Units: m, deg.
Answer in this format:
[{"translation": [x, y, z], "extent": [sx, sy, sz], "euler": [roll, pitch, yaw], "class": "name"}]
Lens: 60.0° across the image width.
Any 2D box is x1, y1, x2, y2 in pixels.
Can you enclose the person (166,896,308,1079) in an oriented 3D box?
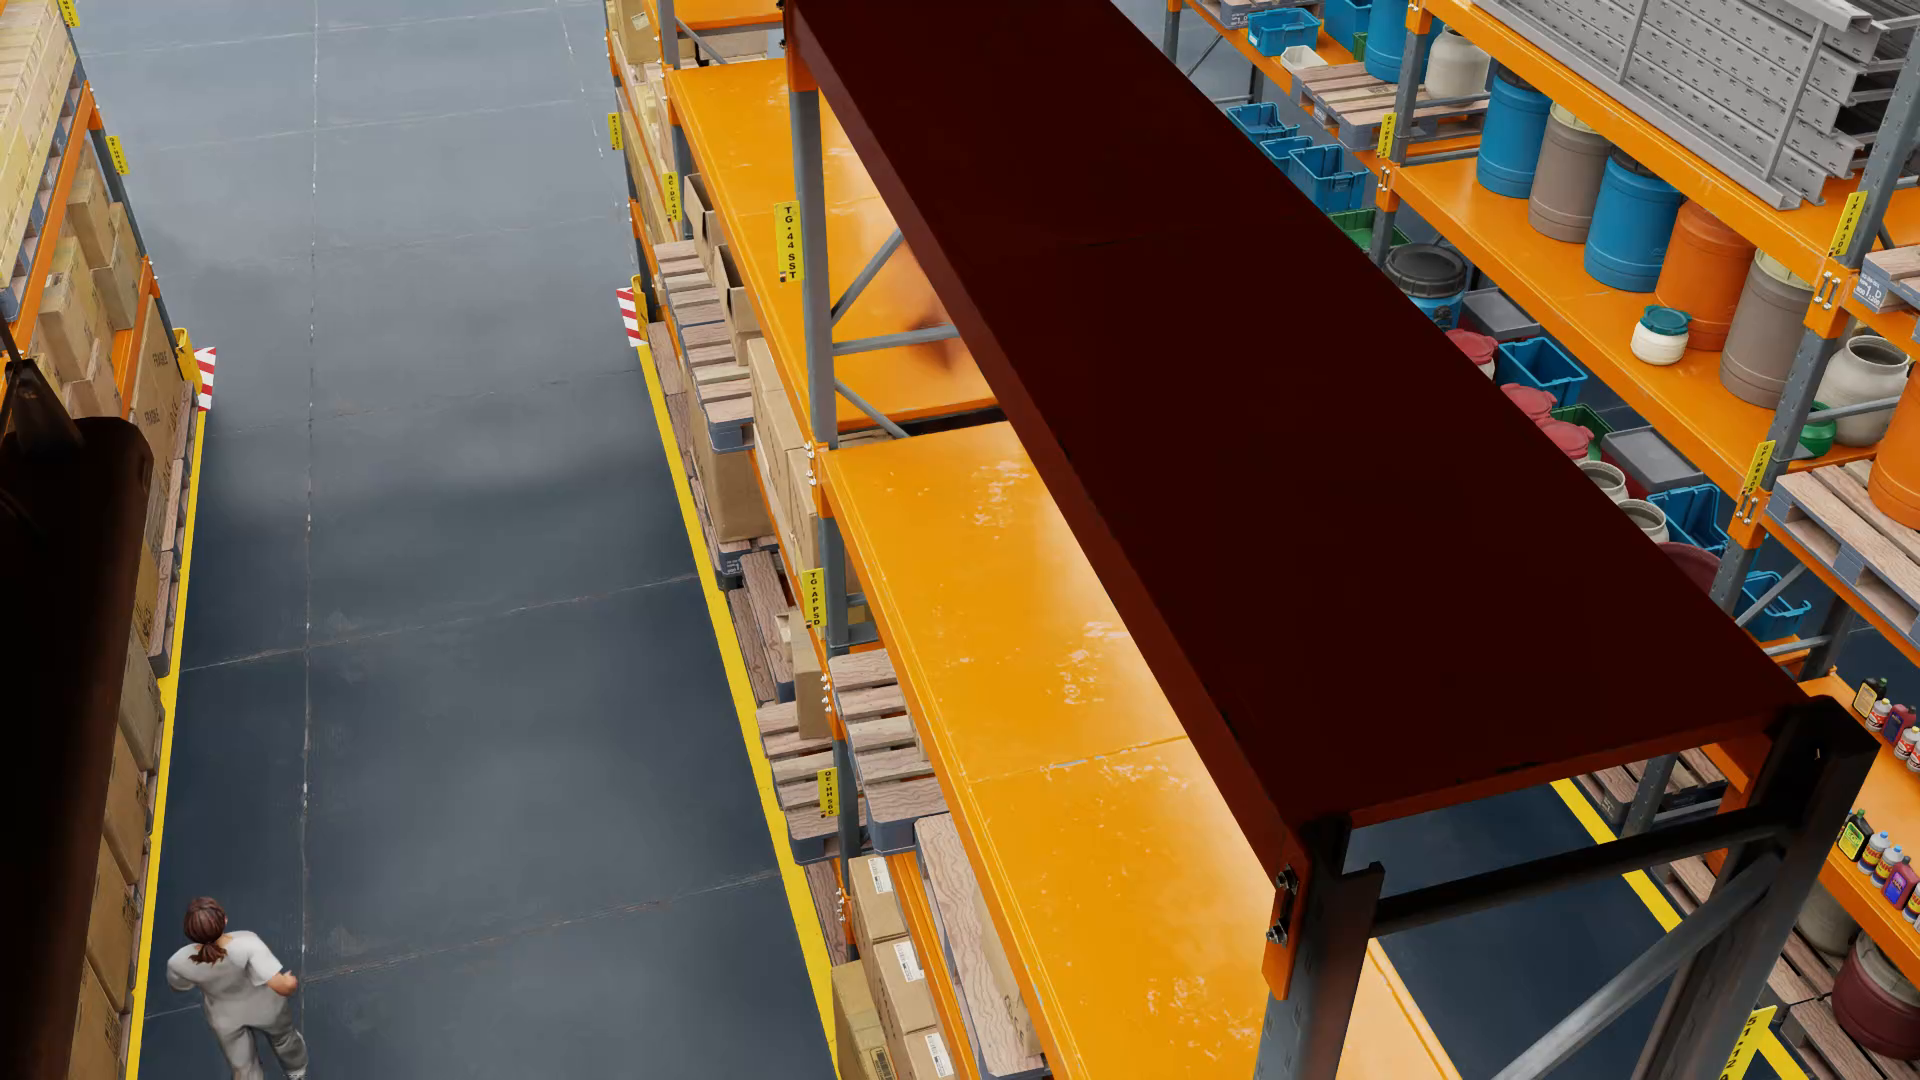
[{"translation": [-3.468, 2.296, 8.108], "extent": [0.570, 1.693, 0.897], "euler": [-11, 40, -14], "class": "person"}]
